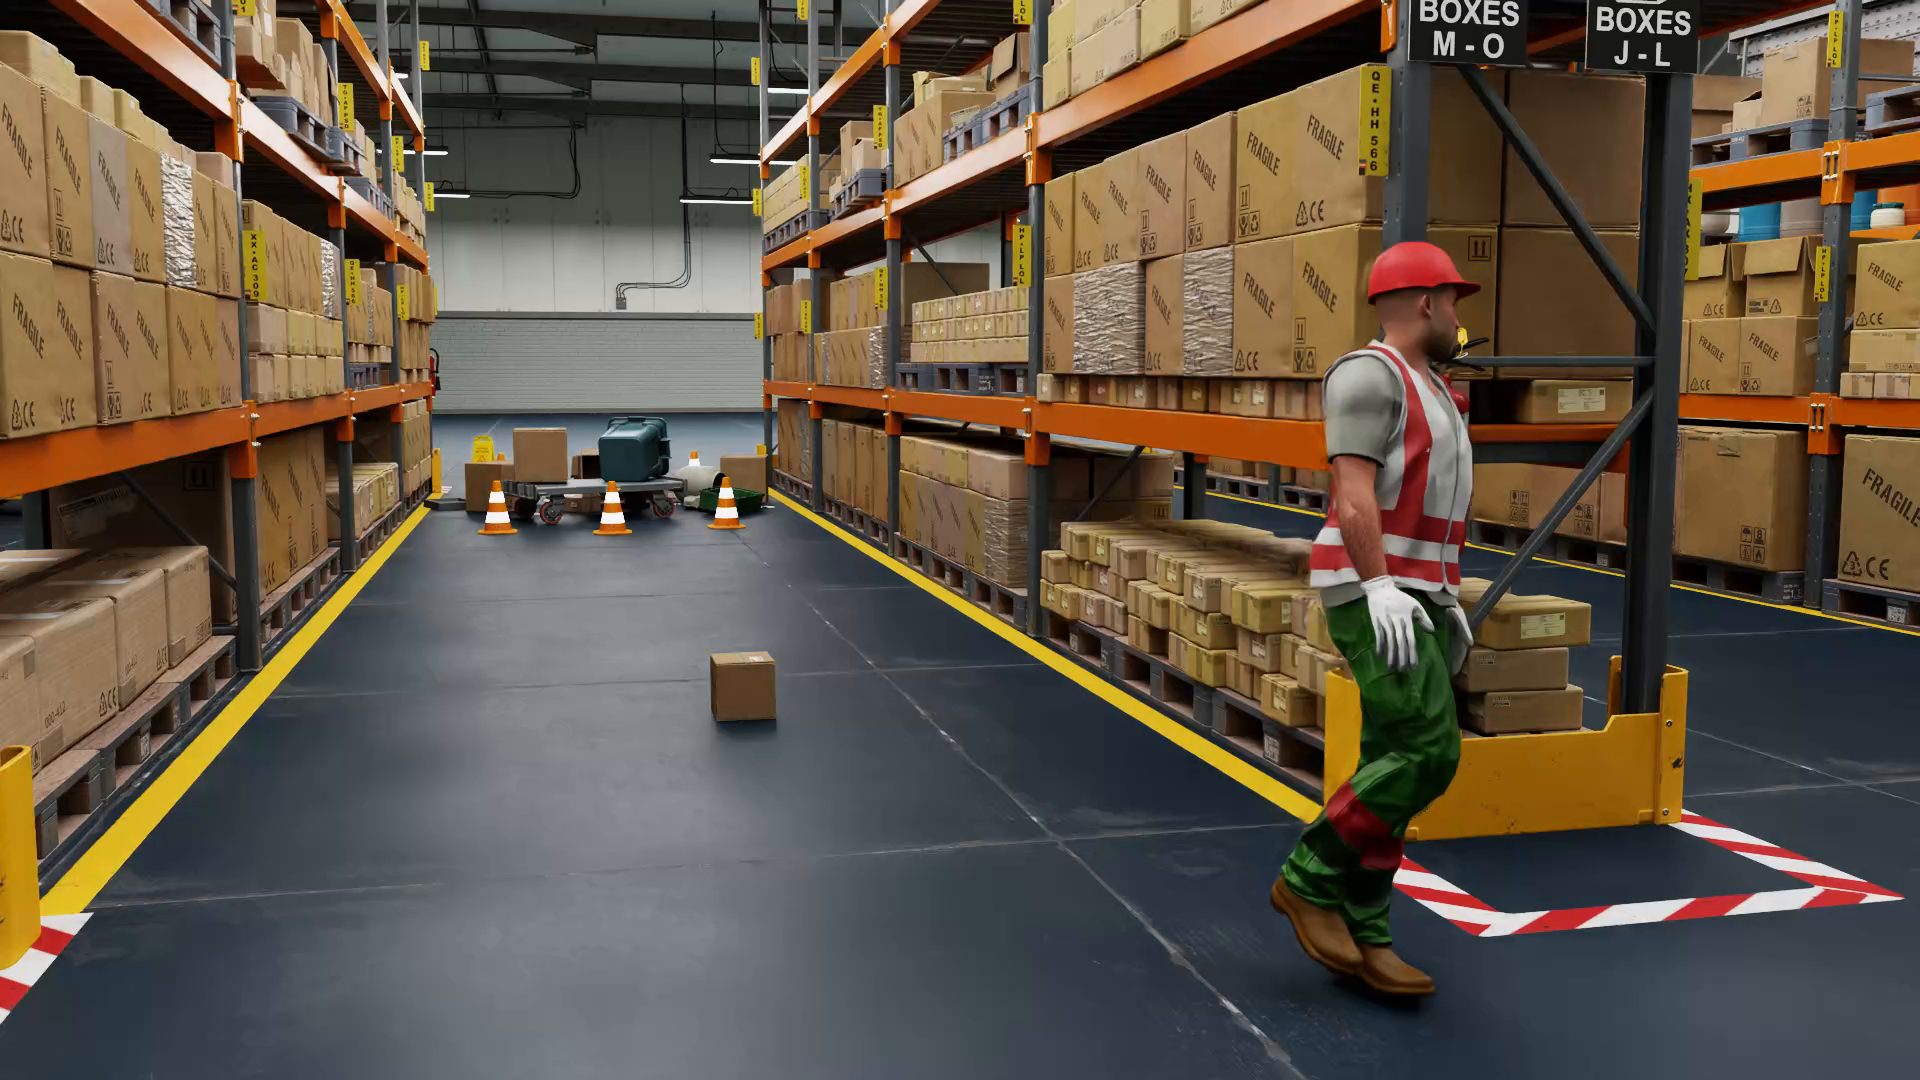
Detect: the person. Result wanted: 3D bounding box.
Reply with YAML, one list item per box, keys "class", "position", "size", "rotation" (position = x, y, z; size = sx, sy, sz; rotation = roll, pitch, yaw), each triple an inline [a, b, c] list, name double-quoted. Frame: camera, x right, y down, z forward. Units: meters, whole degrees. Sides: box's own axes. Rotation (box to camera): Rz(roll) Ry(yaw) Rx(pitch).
- class: "person"
  position: [1.070, 0.173, 3.993]
  size: [0.438, 1.777, 0.658]
  rotation: [5, 8, 40]
